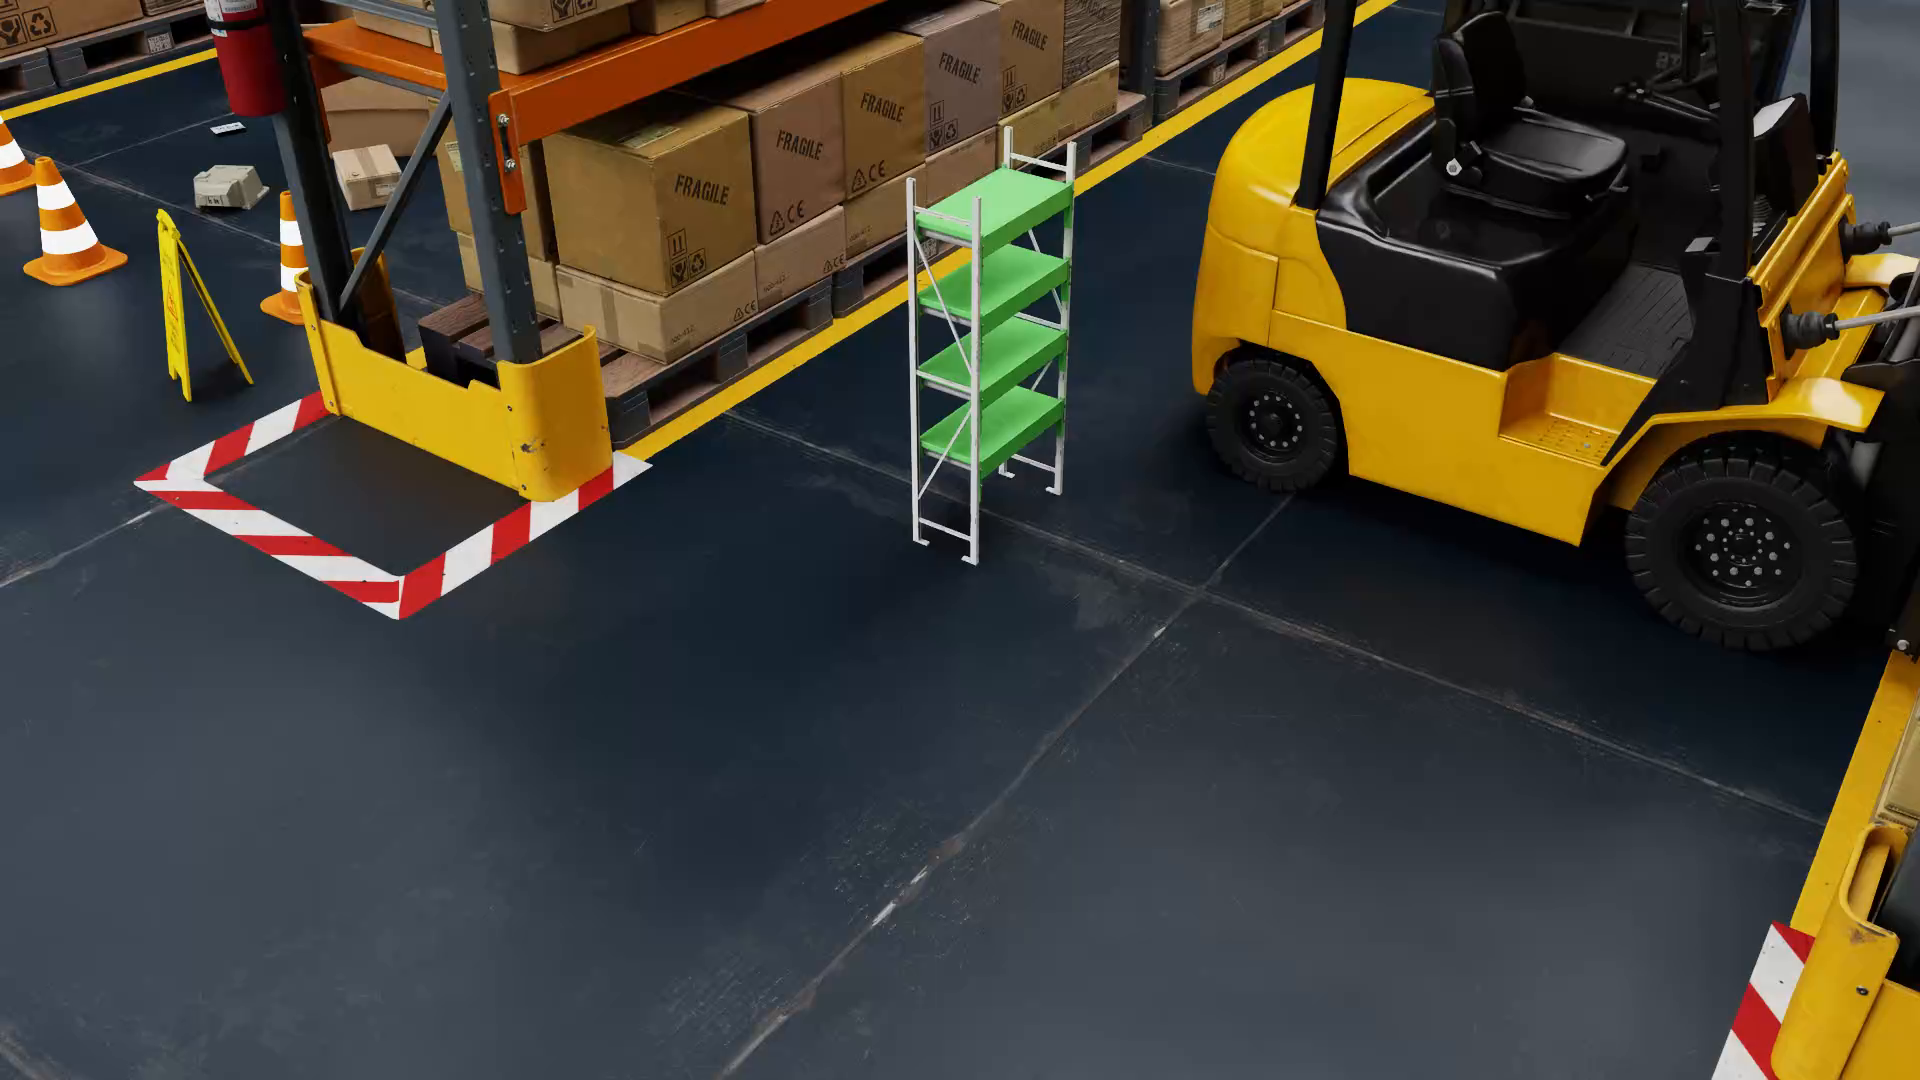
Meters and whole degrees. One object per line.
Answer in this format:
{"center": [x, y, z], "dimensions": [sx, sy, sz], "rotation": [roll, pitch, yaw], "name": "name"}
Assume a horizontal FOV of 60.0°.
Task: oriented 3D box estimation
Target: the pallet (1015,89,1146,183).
{"center": [0.157, -1.947, 7.941], "dimensions": [1.003, 0.211, 1.213], "rotation": [21, 39, 28], "name": "pallet"}

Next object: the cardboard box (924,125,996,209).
{"center": [-0.195, -1.619, 7.046], "dimensions": [0.500, 0.250, 0.500], "rotation": [22, 40, 29], "name": "cardboard box"}

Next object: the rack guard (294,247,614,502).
{"center": [-1.727, -0.581, 5.663], "dimensions": [1.175, 0.500, 0.348], "rotation": [21, 39, 28], "name": "rack guard"}

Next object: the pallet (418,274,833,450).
{"center": [-1.235, -0.824, 6.280], "dimensions": [1.003, 0.211, 1.213], "rotation": [21, 39, 28], "name": "pallet"}

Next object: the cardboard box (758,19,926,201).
{"center": [-0.483, -1.691, 6.484], "dimensions": [0.500, 0.500, 0.500], "rotation": [22, 40, 29], "name": "cardboard box"}

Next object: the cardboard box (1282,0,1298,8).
{"center": [1.610, -3.402, 9.575], "dimensions": [0.950, 0.372, 0.625], "rotation": [23, 40, 30], "name": "cardboard box"}

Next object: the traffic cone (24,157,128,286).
{"center": [-3.690, -1.339, 6.817], "dimensions": [0.336, 0.463, 0.334], "rotation": [21, 39, 28], "name": "traffic cone"}

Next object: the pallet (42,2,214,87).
{"center": [-4.806, -2.913, 9.369], "dimensions": [1.003, 0.211, 1.213], "rotation": [21, 39, 28], "name": "pallet"}

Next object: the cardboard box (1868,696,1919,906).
{"center": [2.318, 0.650, 3.691], "dimensions": [0.500, 0.250, 0.500], "rotation": [22, 40, 28], "name": "cardboard box"}

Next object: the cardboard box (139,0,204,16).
{"center": [-4.540, -3.568, 9.370], "dimensions": [0.875, 0.875, 0.875], "rotation": [22, 40, 29], "name": "cardboard box"}

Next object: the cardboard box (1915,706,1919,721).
{"center": [2.316, 0.241, 3.402], "dimensions": [0.500, 0.250, 0.500], "rotation": [23, 40, 30], "name": "cardboard box"}

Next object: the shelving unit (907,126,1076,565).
{"center": [0.094, -0.573, 5.027], "dimensions": [0.258, 1.200, 0.503], "rotation": [21, 39, 28], "name": "shelving unit"}

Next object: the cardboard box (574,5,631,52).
{"center": [-1.274, -1.689, 5.293], "dimensions": [0.380, 0.149, 0.250], "rotation": [22, 40, 29], "name": "cardboard box"}

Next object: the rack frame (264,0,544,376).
{"center": [-1.770, -1.582, 4.911], "dimensions": [1.000, 3.000, 0.127], "rotation": [21, 39, 28], "name": "rack frame"}

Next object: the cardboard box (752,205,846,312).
{"center": [-0.786, -1.132, 6.326], "dimensions": [0.500, 0.250, 0.500], "rotation": [23, 40, 30], "name": "cardboard box"}

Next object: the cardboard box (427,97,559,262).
{"center": [-1.528, -1.379, 6.022], "dimensions": [0.500, 0.500, 0.500], "rotation": [22, 40, 28], "name": "cardboard box"}

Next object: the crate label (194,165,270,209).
{"center": [-3.293, -1.585, 7.472], "dimensions": [0.250, 0.136, 0.298], "rotation": [3, 34, 4], "name": "crate label"}

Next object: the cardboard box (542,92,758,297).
{"center": [-1.070, -1.221, 5.788], "dimensions": [0.500, 0.500, 0.500], "rotation": [20, 39, 27], "name": "cardboard box"}

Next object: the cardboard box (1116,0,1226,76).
{"center": [0.808, -2.750, 8.610], "dimensions": [0.950, 0.372, 0.625], "rotation": [22, 40, 29], "name": "cardboard box"}

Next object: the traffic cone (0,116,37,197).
{"center": [-4.425, -1.856, 7.582], "dimensions": [0.336, 0.463, 0.334], "rotation": [21, 39, 28], "name": "traffic cone"}

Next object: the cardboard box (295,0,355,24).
{"center": [-3.656, -2.880, 9.061], "dimensions": [0.500, 0.500, 0.500], "rotation": [29, 44, 36], "name": "cardboard box"}

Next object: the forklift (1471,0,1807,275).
{"center": [2.478, -2.248, 5.958], "dimensions": [1.130, 2.935, 3.031], "rotation": [18, 38, 24], "name": "forklift"}

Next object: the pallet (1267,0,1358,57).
{"center": [1.648, -3.190, 9.778], "dimensions": [1.003, 0.211, 1.213], "rotation": [21, 39, 28], "name": "pallet"}

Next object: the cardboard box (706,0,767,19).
{"center": [-0.874, -1.887, 5.587], "dimensions": [0.380, 0.149, 0.250], "rotation": [22, 40, 29], "name": "cardboard box"}

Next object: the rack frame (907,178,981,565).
{"center": [-0.045, -0.461, 4.861], "dimensions": [0.240, 1.200, 0.015], "rotation": [21, 39, 28], "name": "rack frame"}

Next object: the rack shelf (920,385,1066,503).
{"center": [0.094, -0.321, 5.197], "dimensions": [0.258, 0.148, 0.480], "rotation": [21, 39, 28], "name": "rack shelf"}

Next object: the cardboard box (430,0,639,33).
{"center": [-1.272, -1.876, 4.991], "dimensions": [0.500, 0.500, 0.500], "rotation": [21, 39, 27], "name": "cardboard box"}

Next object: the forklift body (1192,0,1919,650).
{"center": [1.892, -1.102, 4.959], "dimensions": [2.313, 2.155, 1.214], "rotation": [21, 39, 28], "name": "forklift body"}

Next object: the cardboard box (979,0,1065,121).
{"center": [0.105, -2.175, 7.199], "dimensions": [0.500, 0.500, 0.500], "rotation": [22, 40, 29], "name": "cardboard box"}

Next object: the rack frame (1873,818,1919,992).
{"center": [2.310, 0.002, 2.569], "dimensions": [1.000, 3.000, 0.127], "rotation": [21, 39, 28], "name": "rack frame"}

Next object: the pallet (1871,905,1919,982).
{"center": [2.711, 0.792, 3.890], "dimensions": [1.003, 0.211, 1.213], "rotation": [21, 39, 28], "name": "pallet"}

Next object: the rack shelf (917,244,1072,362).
{"center": [0.094, -0.719, 4.928], "dimensions": [0.258, 0.148, 0.480], "rotation": [21, 39, 28], "name": "rack shelf"}

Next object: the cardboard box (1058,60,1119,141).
{"center": [0.394, -2.099, 7.756], "dimensions": [0.500, 0.250, 0.500], "rotation": [23, 40, 30], "name": "cardboard box"}
